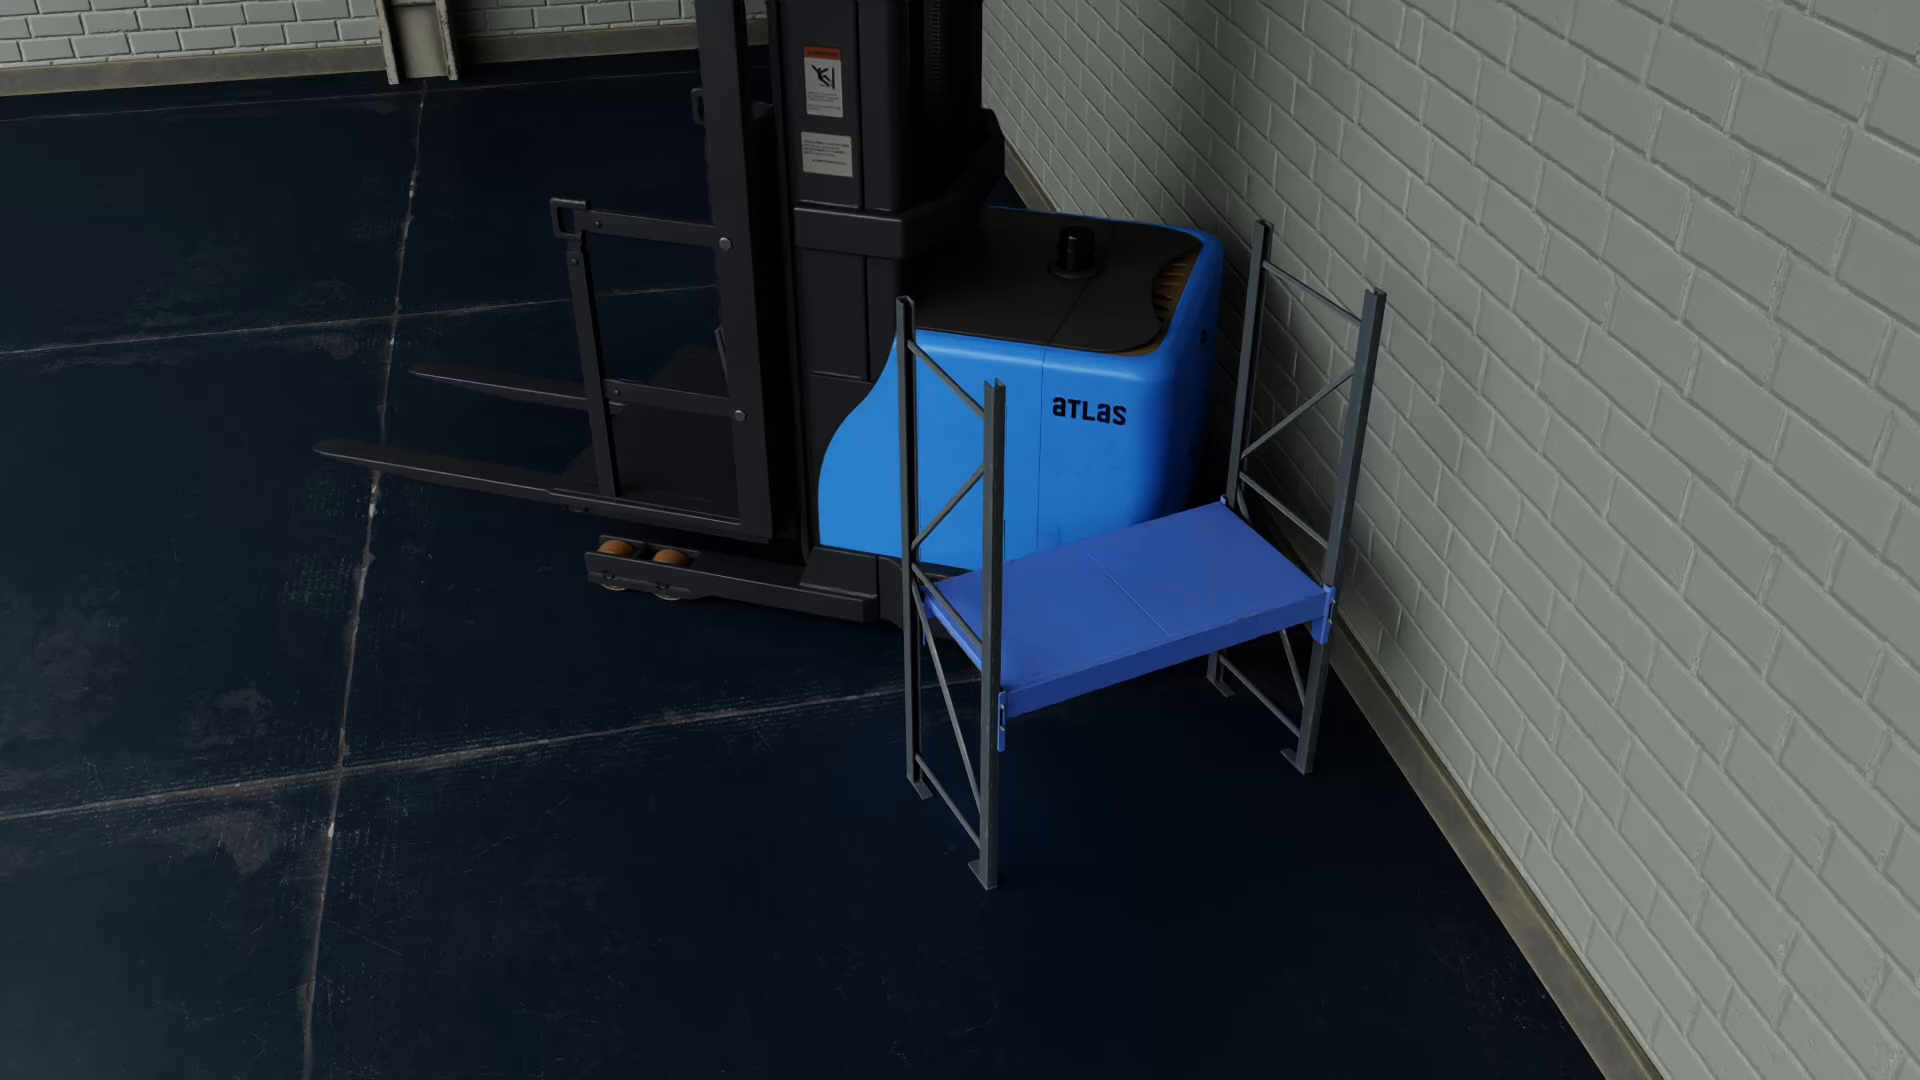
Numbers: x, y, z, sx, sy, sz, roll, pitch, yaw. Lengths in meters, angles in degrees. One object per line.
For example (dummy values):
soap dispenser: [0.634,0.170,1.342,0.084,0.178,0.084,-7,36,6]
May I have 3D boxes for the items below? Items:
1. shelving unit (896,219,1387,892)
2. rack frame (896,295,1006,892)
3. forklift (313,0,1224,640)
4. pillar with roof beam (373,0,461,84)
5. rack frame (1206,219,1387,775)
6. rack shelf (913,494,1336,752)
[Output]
shelving unit: [0.428,0.047,4.333,1.048,1.500,0.538,-16,37,-22]
rack frame: [-0.027,0.174,4.145,0.032,1.500,0.500,-16,37,-22]
forklift: [-0.724,-1.289,5.041,3.031,2.935,1.130,9,35,14]
pillar with roof beam: [-2.226,-4.168,3.886,0.400,9.000,9.100,-7,35,-11]
rack frame: [0.883,-0.079,4.522,0.032,1.500,0.500,-16,37,-22]
rack shelf: [0.428,0.197,4.434,1.000,0.185,0.538,-16,37,-22]
